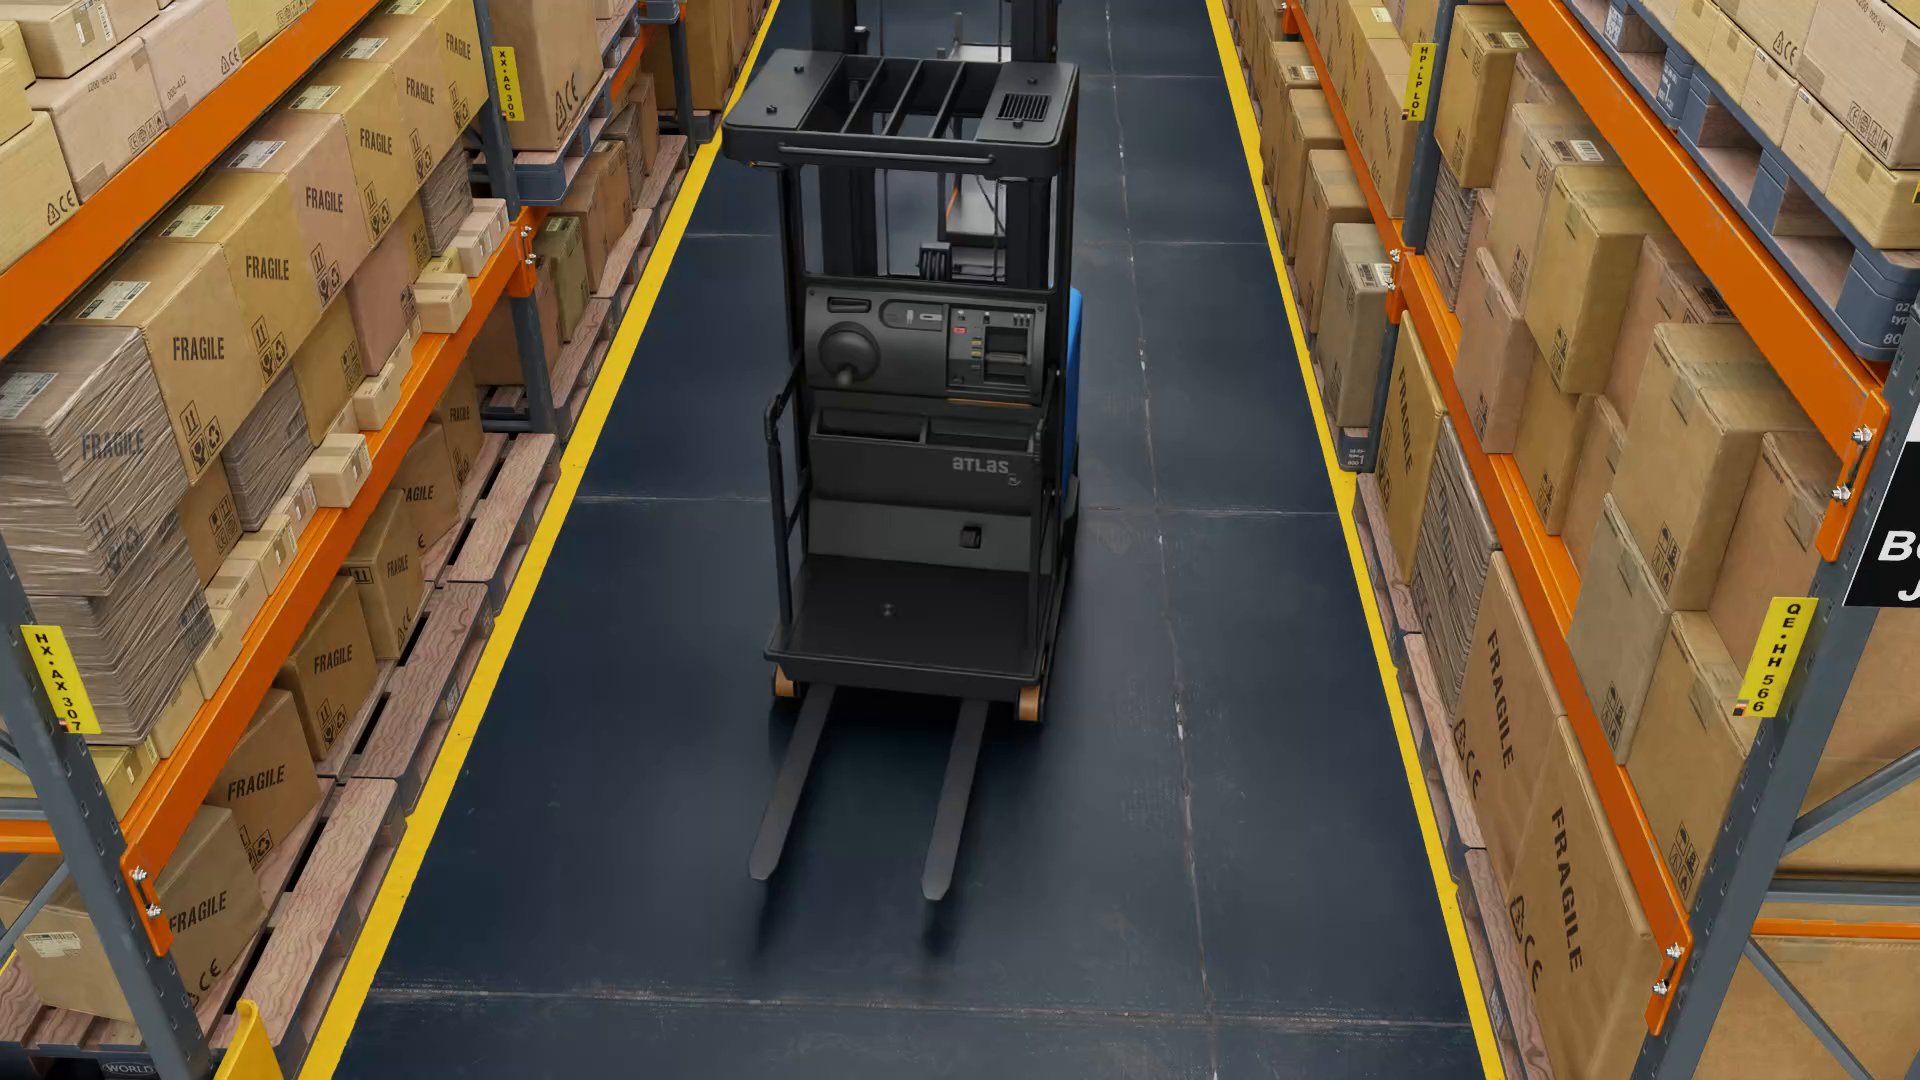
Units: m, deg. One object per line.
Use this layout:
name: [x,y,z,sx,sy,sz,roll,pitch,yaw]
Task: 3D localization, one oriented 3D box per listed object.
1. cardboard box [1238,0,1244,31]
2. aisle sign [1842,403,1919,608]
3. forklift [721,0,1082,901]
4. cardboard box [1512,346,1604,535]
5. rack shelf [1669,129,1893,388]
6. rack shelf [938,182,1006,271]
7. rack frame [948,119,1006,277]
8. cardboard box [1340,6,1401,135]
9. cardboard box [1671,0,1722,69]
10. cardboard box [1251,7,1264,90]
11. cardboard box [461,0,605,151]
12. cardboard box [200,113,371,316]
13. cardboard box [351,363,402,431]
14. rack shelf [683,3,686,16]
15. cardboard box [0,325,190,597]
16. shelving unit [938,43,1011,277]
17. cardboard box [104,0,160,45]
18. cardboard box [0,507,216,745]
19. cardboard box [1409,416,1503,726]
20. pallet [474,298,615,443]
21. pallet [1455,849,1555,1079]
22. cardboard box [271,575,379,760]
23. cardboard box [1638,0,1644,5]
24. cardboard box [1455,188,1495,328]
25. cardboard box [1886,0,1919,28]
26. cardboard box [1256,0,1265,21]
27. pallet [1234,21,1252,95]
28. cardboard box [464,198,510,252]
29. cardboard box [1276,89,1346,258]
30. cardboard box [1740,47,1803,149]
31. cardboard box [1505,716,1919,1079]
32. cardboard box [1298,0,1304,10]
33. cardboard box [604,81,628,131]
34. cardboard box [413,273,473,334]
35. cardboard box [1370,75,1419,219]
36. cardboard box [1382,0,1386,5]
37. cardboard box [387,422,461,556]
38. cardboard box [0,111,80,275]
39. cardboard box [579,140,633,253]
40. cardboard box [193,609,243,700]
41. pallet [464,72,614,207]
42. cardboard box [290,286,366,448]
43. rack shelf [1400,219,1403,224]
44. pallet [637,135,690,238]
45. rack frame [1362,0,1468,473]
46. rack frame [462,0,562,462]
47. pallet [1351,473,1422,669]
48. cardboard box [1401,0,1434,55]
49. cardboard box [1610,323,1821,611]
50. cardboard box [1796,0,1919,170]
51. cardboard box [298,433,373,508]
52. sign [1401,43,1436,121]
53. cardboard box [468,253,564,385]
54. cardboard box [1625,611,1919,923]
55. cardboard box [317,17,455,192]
cardboard box: [2.451,-4.174,12.889,0.500,0.500,0.500,2,35,3]
aisle sign: [1.988,-0.184,3.142,0.394,0.787,0.004,1,35,2]
forklift: [-0.169,-0.687,6.179,1.121,2.935,3.031,5,35,7]
cardboard box: [2.389,-0.371,5.538,0.875,0.550,0.500,1,35,2]
rack shelf: [2.371,-1.316,4.861,0.919,0.124,3.809,1,35,2]
rack shelf: [0.138,-1.341,7.856,0.431,0.518,0.480,5,35,7]
rack frame: [0.103,-1.213,7.650,0.380,1.831,0.006,5,35,7]
cardboard box: [2.246,-2.380,8.441,0.500,0.500,0.500,2,35,2]
cardboard box: [2.006,-1.275,4.113,0.380,0.149,0.250,1,35,1]
cardboard box: [2.402,-3.582,12.047,0.500,0.500,0.500,3,35,4]
cardboard box: [-2.329,-2.496,7.805,1.000,1.000,1.000,2,35,2]
cardboard box: [-2.307,-1.070,5.449,0.500,0.500,0.500,1,35,2]
cardboard box: [-2.290,-0.530,6.115,0.380,0.149,0.250,1,35,2]
rack shelf: [-2.260,-4.778,12.565,1.077,0.370,4.000,1,35,2]
cardboard box: [-2.367,-0.208,4.222,0.500,0.500,0.500,1,35,2]
shelving unit: [5.879,-2.363,6.550,11.925,5.092,1.281,5,35,7]
cardboard box: [-2.329,-1.398,4.305,0.380,0.149,0.250,1,35,2]
cardboard box: [-2.612,0.195,4.518,0.875,0.500,0.500,1,35,2]
cardboard box: [2.324,0.123,6.449,0.875,0.875,0.875,2,35,2]
pallet: [-2.471,-0.932,8.892,1.003,0.211,1.213,1,35,2]
pallet: [2.245,1.525,5.396,1.003,0.211,1.213,1,35,2]
cardboard box: [-2.586,0.462,6.292,0.500,0.500,0.500,4,35,6]
cardboard box: [2.027,-1.567,4.528,0.380,0.149,0.250,2,35,2]
cardboard box: [2.449,-0.985,6.412,0.875,0.550,0.550,1,35,2]
cardboard box: [1.965,-1.019,3.055,0.380,0.149,0.250,2,35,2]
cardboard box: [2.387,-3.896,11.841,0.500,0.250,0.500,2,35,3]
pallet: [2.697,-3.758,12.913,1.003,0.211,1.213,1,35,2]
cardboard box: [-2.215,-1.392,7.340,0.380,0.149,0.250,1,35,2]
cardboard box: [2.466,-2.152,9.794,1.050,0.750,0.750,2,35,3]
cardboard box: [1.986,-0.983,3.697,0.380,0.149,0.250,2,35,3]
cardboard box: [2.252,1.152,4.985,0.875,0.875,0.875,2,35,2]
cardboard box: [2.324,-3.540,10.091,0.500,0.500,0.500,2,35,2]
cardboard box: [-2.348,-2.697,10.117,0.500,0.250,0.500,5,35,7]
cardboard box: [-2.204,-0.960,6.726,0.380,0.149,0.250,1,35,2]
cardboard box: [2.205,-1.799,7.615,0.500,0.500,0.500,1,35,2]
cardboard box: [2.526,-3.064,8.544,0.700,0.500,0.500,1,35,1]
cardboard box: [-2.710,-0.194,5.714,1.144,2.239,2.984,12,37,17]
cardboard box: [-2.384,-0.764,3.750,0.500,0.250,0.500,2,35,3]
cardboard box: [-2.372,-2.050,9.850,0.700,0.500,0.500,4,35,6]
cardboard box: [-2.357,0.331,4.889,0.380,0.149,0.250,1,35,2]
pallet: [-2.325,-1.982,8.129,1.003,0.211,1.213,1,35,2]
cardboard box: [-2.609,-0.711,5.936,0.875,0.649,0.860,1,35,2]
rack shelf: [2.532,-2.387,8.994,0.919,0.124,3.809,1,35,2]
pallet: [-2.373,-2.333,10.887,1.003,0.211,1.213,1,35,2]
rack frame: [2.451,-1.452,7.208,1.000,3.000,0.127,1,35,2]
rack frame: [-2.501,-1.625,7.454,1.000,3.000,0.127,1,35,2]
pallet: [2.343,0.124,7.391,1.003,0.211,1.213,1,35,2]
cardboard box: [2.484,-2.483,7.718,0.700,0.500,0.500,1,35,1]
cardboard box: [2.274,-0.188,4.339,0.875,0.550,0.550,1,35,2]
cardboard box: [2.031,-0.942,3.293,0.500,0.250,0.500,2,35,3]
cardboard box: [-2.254,-0.242,5.704,0.380,0.149,0.250,1,35,2]
sign: [1.909,-1.901,6.908,0.100,0.325,0.005,1,35,2]
cardboard box: [-2.454,-1.135,8.547,0.700,0.500,0.500,-1,35,-2]
cardboard box: [2.260,0.570,4.200,0.875,0.550,0.550,1,35,2]
cardboard box: [-2.262,-1.645,6.266,0.500,0.500,0.500,1,35,2]
